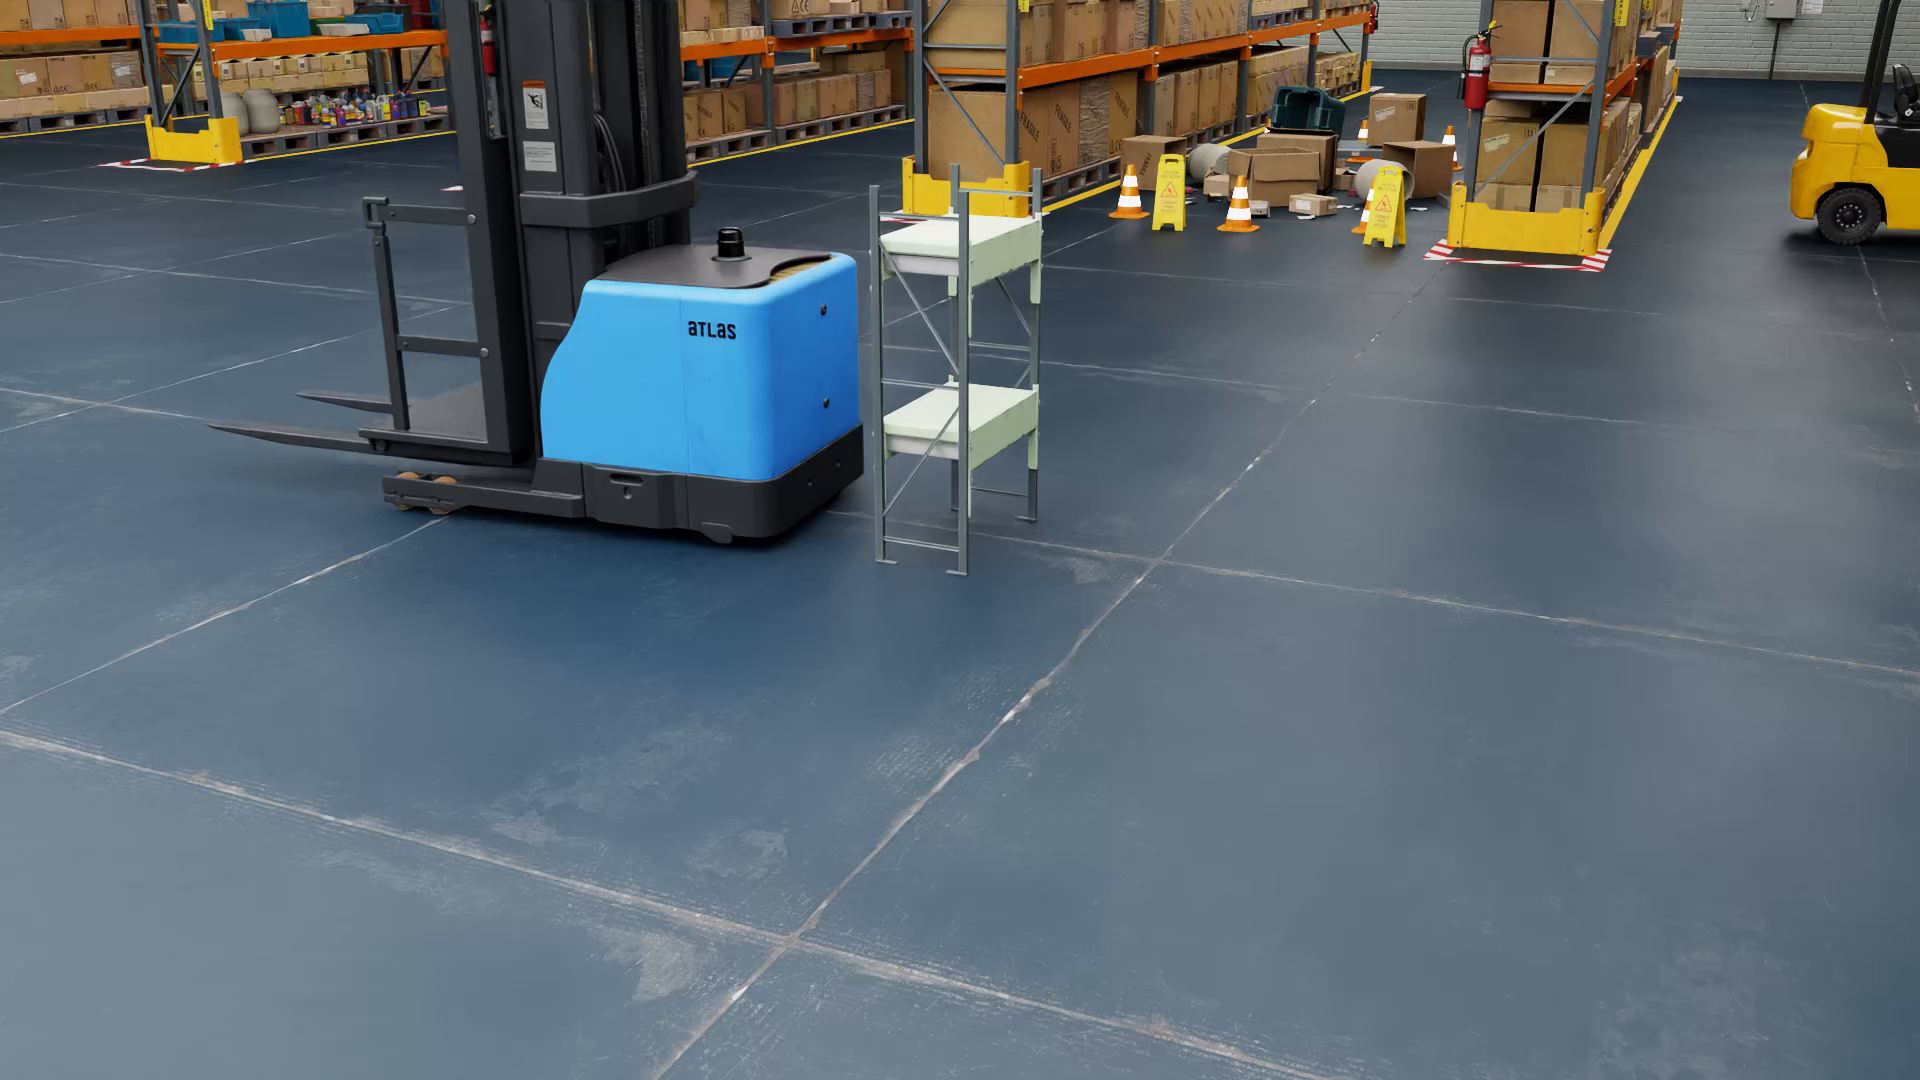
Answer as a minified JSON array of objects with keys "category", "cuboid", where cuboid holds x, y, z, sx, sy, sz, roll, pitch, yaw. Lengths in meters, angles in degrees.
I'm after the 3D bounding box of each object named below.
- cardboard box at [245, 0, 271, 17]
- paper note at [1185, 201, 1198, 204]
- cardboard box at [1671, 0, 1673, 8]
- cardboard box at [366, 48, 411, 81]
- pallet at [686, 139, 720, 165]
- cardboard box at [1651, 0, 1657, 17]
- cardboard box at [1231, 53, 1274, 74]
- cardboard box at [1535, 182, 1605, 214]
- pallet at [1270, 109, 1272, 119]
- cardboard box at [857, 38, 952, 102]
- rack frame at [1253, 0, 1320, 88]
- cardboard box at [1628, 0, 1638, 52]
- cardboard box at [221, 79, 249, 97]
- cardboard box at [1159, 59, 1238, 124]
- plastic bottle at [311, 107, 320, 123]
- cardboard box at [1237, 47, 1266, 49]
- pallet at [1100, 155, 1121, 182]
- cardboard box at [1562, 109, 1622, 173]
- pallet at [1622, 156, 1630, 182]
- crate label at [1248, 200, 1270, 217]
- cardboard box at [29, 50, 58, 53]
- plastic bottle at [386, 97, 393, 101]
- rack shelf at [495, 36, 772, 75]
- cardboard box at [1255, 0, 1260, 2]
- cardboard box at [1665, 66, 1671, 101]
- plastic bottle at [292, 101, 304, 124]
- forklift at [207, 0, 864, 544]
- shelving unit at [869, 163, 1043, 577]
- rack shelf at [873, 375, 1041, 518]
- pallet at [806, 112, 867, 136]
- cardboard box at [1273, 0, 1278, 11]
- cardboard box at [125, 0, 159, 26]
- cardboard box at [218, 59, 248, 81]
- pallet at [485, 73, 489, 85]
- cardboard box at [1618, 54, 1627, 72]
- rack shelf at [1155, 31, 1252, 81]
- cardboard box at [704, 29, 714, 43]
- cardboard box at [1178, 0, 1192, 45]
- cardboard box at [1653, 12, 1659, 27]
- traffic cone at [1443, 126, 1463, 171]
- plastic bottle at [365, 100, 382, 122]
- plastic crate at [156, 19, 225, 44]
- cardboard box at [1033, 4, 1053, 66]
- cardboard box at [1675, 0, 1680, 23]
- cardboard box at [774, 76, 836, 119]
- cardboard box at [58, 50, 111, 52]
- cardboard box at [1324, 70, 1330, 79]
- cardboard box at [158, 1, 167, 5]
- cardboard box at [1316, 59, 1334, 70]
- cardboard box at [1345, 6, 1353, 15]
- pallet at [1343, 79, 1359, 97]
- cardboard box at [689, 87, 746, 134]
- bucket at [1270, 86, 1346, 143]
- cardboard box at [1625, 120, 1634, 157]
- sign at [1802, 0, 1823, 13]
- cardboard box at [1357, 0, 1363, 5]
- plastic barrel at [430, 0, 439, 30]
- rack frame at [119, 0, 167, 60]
[{"category":"cardboard box","cuboid":[-11.073,-8.343,25.804,0.500,0.500,0.500,9,21,23]},{"category":"paper note","cuboid":[2.232,-3.289,16.174,0.144,0.017,0.142,18,26,41]},{"category":"cardboard box","cuboid":[9.571,-7.472,22.980,0.500,0.250,0.500,9,21,23]},{"category":"cardboard box","cuboid":[-9.739,-8.102,28.348,0.500,0.500,0.500,10,22,25]},{"category":"pallet","cuboid":[-3.529,-4.491,19.282,1.003,0.211,1.213,9,21,23]},{"category":"cardboard box","cuboid":[7.127,-5.821,17.640,0.500,0.500,0.500,8,21,22]},{"category":"cardboard box","cuboid":[4.045,-6.607,23.054,0.500,0.250,0.500,8,21,22]},{"category":"cardboard box","cuboid":[5.198,-2.918,14.173,0.500,0.250,0.500,8,21,22]},{"category":"pallet","cuboid":[4.156,-6.197,24.079,1.003,0.211,1.213,9,21,23]},{"category":"cardboard box","cuboid":[-0.848,-7.017,24.767,1.225,0.875,0.875,8,21,20]},{"category":"rack frame","cuboid":[4.972,-8.123,25.334,1.000,3.000,0.127,9,21,23]},{"category":"cardboard box","cuboid":[5.886,-4.729,15.197,0.500,0.500,0.500,9,22,24]},{"category":"cardboard box","cuboid":[-11.222,-6.897,25.363,0.500,0.250,0.500,9,22,24]},{"category":"cardboard box","cuboid":[3.003,-5.865,21.713,1.050,0.750,0.750,8,21,22]},{"category":"plastic bottle","cuboid":[-8.286,-5.461,21.367,0.097,0.201,0.097,0,20,0]},{"category":"cardboard box","cuboid":[4.213,-7.144,24.565,0.500,0.250,0.500,9,22,24]},{"category":"pallet","cuboid":[1.313,-4.142,18.301,1.003,0.211,1.213,9,21,23]},{"category":"cardboard box","cuboid":[5.630,-3.591,14.947,0.500,0.500,0.500,9,21,24]},{"category":"pallet","cuboid":[6.571,-3.954,17.771,1.003,0.211,1.213,9,21,23]},{"category":"crate label","cuboid":[2.728,-3.064,15.379,0.250,0.136,0.298,-2,20,-5]},{"category":"cardboard box","cuboid":[-15.647,-8.000,28.062,0.700,0.500,0.500,9,21,23]},{"category":"plastic bottle","cuboid":[-7.531,-5.710,21.957,0.152,0.276,0.135,9,21,23]},{"category":"rack shelf","cuboid":[-3.607,-5.439,18.859,1.077,0.370,4.000,9,21,23]},{"category":"cardboard box","cuboid":[3.824,-7.324,22.389,0.380,0.149,0.250,10,22,25]},{"category":"cardboard box","cuboid":[10.250,-6.917,25.138,0.875,0.438,0.875,8,21,21]},{"category":"plastic bottle","cuboid":[-8.464,-5.465,21.267,0.152,0.276,0.135,9,21,23]},{"category":"forklift","cuboid":[-2.012,-1.648,7.228,3.031,2.935,1.130,7,21,18]},{"category":"shelving unit","cuboid":[-0.003,-0.705,6.712,0.431,1.500,0.755,9,21,23]},{"category":"rack shelf","cuboid":[-0.003,-0.397,6.821,0.431,0.370,0.720,9,21,23]},{"category":"pallet","cuboid":[-1.972,-5.688,22.647,1.003,0.211,1.213,9,21,23]},{"category":"cardboard box","cuboid":[4.243,-7.495,23.315,0.380,0.149,0.250,9,21,23]},{"category":"cardboard box","cuboid":[-12.000,-7.660,23.883,0.700,0.500,0.500,8,21,21]},{"category":"cardboard box","cuboid":[-11.217,-7.161,25.267,0.500,0.311,0.500,8,21,22]},{"category":"pallet","cuboid":[-8.846,-8.627,30.913,1.003,0.211,1.213,9,21,23]},{"category":"cardboard box","cuboid":[5.783,-4.302,14.964,0.380,0.149,0.250,9,21,23]},{"category":"rack shelf","cuboid":[2.515,-5.950,20.297,1.077,0.370,4.000,9,21,23]},{"category":"cardboard box","cuboid":[-3.099,-5.871,19.377,0.380,0.149,0.250,9,21,23]},{"category":"cardboard box","cuboid":[2.363,-6.003,19.223,0.500,0.500,0.500,9,21,23]},{"category":"cardboard box","cuboid":[7.656,-5.862,18.724,0.380,0.149,0.250,9,21,24]},{"category":"traffic cone","cuboid":[5.484,-4.405,18.665,0.336,0.463,0.334,9,21,23]},{"category":"plastic bottle","cuboid":[-7.588,-5.550,21.506,0.152,0.276,0.135,9,21,24]},{"category":"plastic crate","cuboid":[-9.012,-5.970,19.501,0.499,0.251,0.616,9,21,23]},{"category":"cardboard box","cuboid":[0.374,-4.816,15.812,0.875,0.550,0.550,9,21,23]},{"category":"cardboard box","cuboid":[10.380,-7.934,24.653,0.500,0.500,0.500,9,21,23]},{"category":"cardboard box","cuboid":[-2.075,-5.918,22.206,0.700,0.500,0.500,7,21,18]},{"category":"cardboard box","cuboid":[-12.497,-6.753,23.837,0.500,0.500,0.500,9,21,23]},{"category":"cardboard box","cuboid":[5.748,-7.517,26.813,0.380,0.149,0.250,10,22,25]},{"category":"cardboard box","cuboid":[-14.360,-9.611,29.862,0.380,0.149,0.250,8,21,22]},{"category":"cardboard box","cuboid":[5.792,-7.645,26.728,0.380,0.149,0.250,9,21,24]},{"category":"cardboard box","cuboid":[6.291,-8.782,27.561,0.380,0.149,0.250,8,21,20]},{"category":"pallet","cuboid":[6.214,-7.766,28.489,1.003,0.211,1.213,9,21,23]},{"category":"cardboard box","cuboid":[-2.988,-5.293,20.478,0.500,0.500,0.500,8,21,21]},{"category":"bucket","cuboid":[3.744,-4.494,17.745,0.726,0.611,0.620,18,16,41]},{"category":"cardboard box","cuboid":[6.757,-4.370,18.075,0.950,0.372,0.625,10,22,26]},{"category":"sign","cuboid":[15.847,-10.043,30.873,0.329,0.494,0.001,9,21,23]},{"category":"cardboard box","cuboid":[6.445,-9.204,27.779,0.500,0.500,0.500,8,21,22]},{"category":"plastic barrel","cuboid":[-6.872,-7.382,22.500,0.600,0.901,0.708,9,21,23]},{"category":"rack frame","cuboid":[-14.707,-9.651,29.629,1.000,3.000,0.127,9,21,23]}]
